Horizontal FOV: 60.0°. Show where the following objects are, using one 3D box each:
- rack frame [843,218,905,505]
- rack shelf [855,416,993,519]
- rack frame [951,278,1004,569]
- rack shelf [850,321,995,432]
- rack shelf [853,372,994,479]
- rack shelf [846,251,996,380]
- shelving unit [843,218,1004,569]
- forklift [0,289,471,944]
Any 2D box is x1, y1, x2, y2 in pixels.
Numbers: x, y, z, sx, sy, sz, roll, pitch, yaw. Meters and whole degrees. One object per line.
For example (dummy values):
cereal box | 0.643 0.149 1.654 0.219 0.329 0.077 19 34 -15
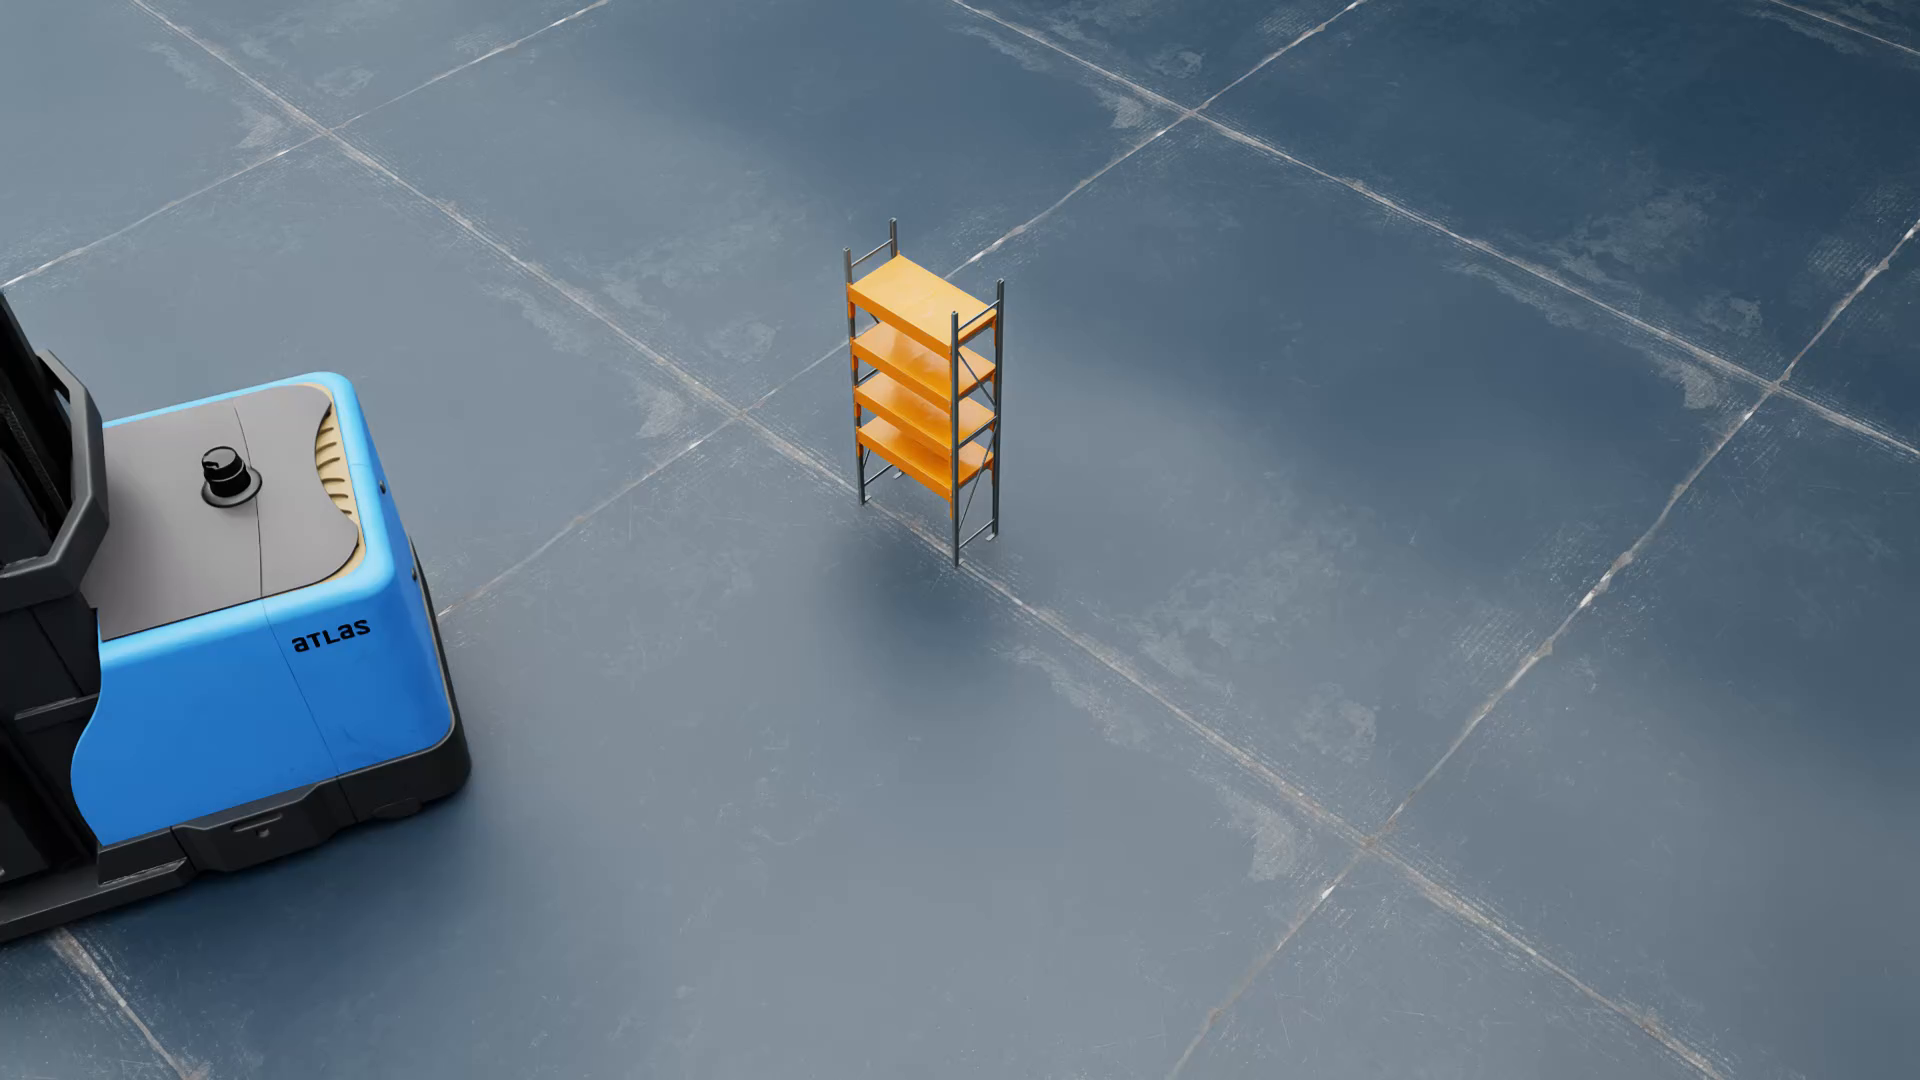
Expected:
rack frame | -0.301 -0.613 6.003 0.015 1.200 0.240 34 55 28
rack shelf | -0.122 -0.311 6.083 0.480 0.148 0.258 34 55 28
rack frame | 0.058 -0.372 5.776 0.015 1.200 0.240 34 55 28
rack shelf | -0.122 -0.600 5.775 0.480 0.148 0.258 34 55 28
rack shelf | -0.122 -0.446 5.938 0.480 0.148 0.258 34 55 28
rack shelf | -0.122 -0.762 5.603 0.480 0.148 0.258 34 55 28
shelving unit | -0.122 -0.493 5.889 0.503 1.200 0.258 34 55 28
forklift | -3.170 -0.096 4.330 3.031 2.935 1.130 -16 49 -15
